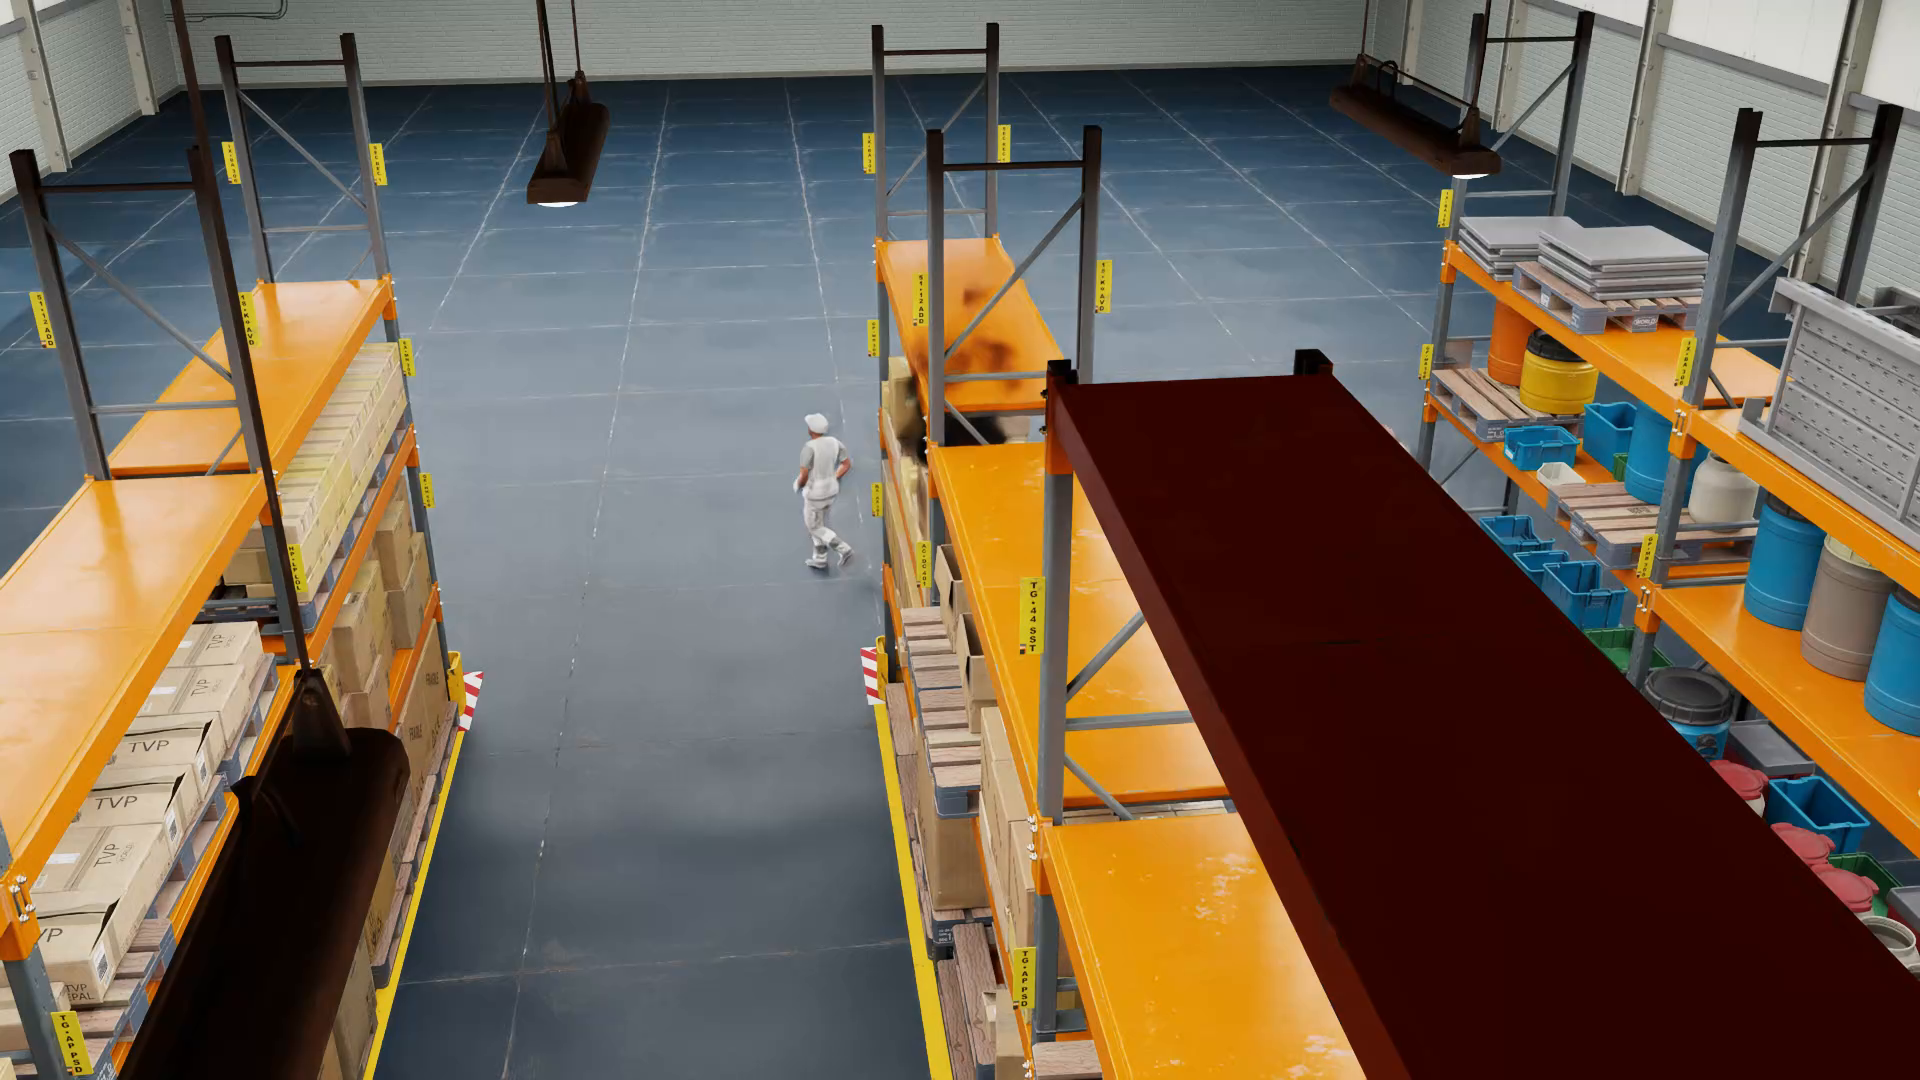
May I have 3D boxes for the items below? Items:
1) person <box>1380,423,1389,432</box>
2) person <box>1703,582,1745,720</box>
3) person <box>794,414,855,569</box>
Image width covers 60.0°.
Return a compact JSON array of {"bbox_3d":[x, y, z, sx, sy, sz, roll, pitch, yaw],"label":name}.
[{"bbox_3d":[4.327,-0.425,17.422,0.612,1.718,0.712,11,28,22],"label":"person"},{"bbox_3d":[6.668,1.084,14.296,0.587,1.740,0.726,-5,26,-10],"label":"person"},{"bbox_3d":[-1.398,-0.443,17.396,0.770,1.783,0.655,20,32,36],"label":"person"}]
